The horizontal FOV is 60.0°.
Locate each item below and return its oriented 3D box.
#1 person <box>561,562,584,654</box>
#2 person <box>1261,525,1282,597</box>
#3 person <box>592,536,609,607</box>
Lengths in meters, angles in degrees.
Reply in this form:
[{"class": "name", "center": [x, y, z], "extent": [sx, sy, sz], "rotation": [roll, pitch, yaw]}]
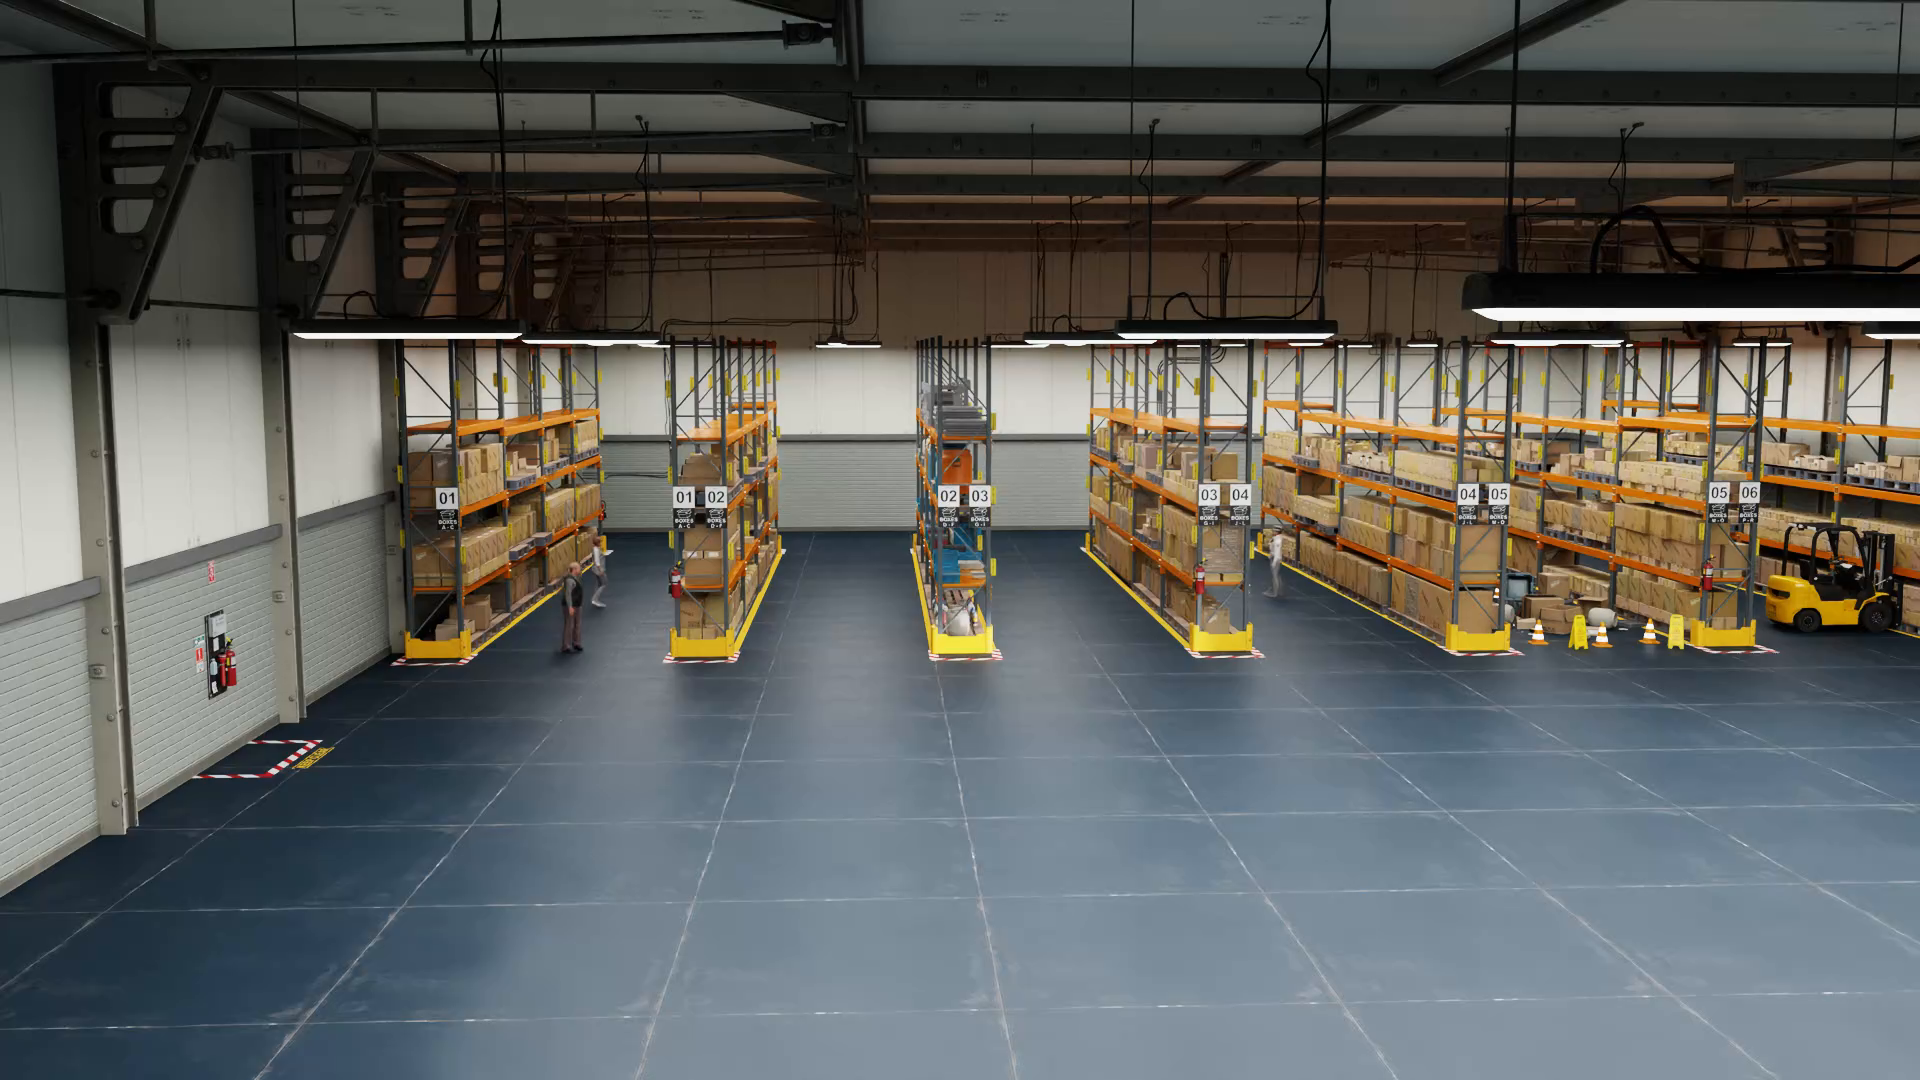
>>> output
[{"class": "person", "center": [-7.381, 1.283, 31.649], "extent": [0.394, 1.736, 0.619], "rotation": [1, 7, 7]}, {"class": "person", "center": [7.285, 0.479, 38.862], "extent": [0.461, 1.677, 0.533], "rotation": [2, 7, 13]}, {"class": "person", "center": [-8.060, 0.715, 37.116], "extent": [0.390, 1.607, 0.444], "rotation": [-3, 7, -25]}]
